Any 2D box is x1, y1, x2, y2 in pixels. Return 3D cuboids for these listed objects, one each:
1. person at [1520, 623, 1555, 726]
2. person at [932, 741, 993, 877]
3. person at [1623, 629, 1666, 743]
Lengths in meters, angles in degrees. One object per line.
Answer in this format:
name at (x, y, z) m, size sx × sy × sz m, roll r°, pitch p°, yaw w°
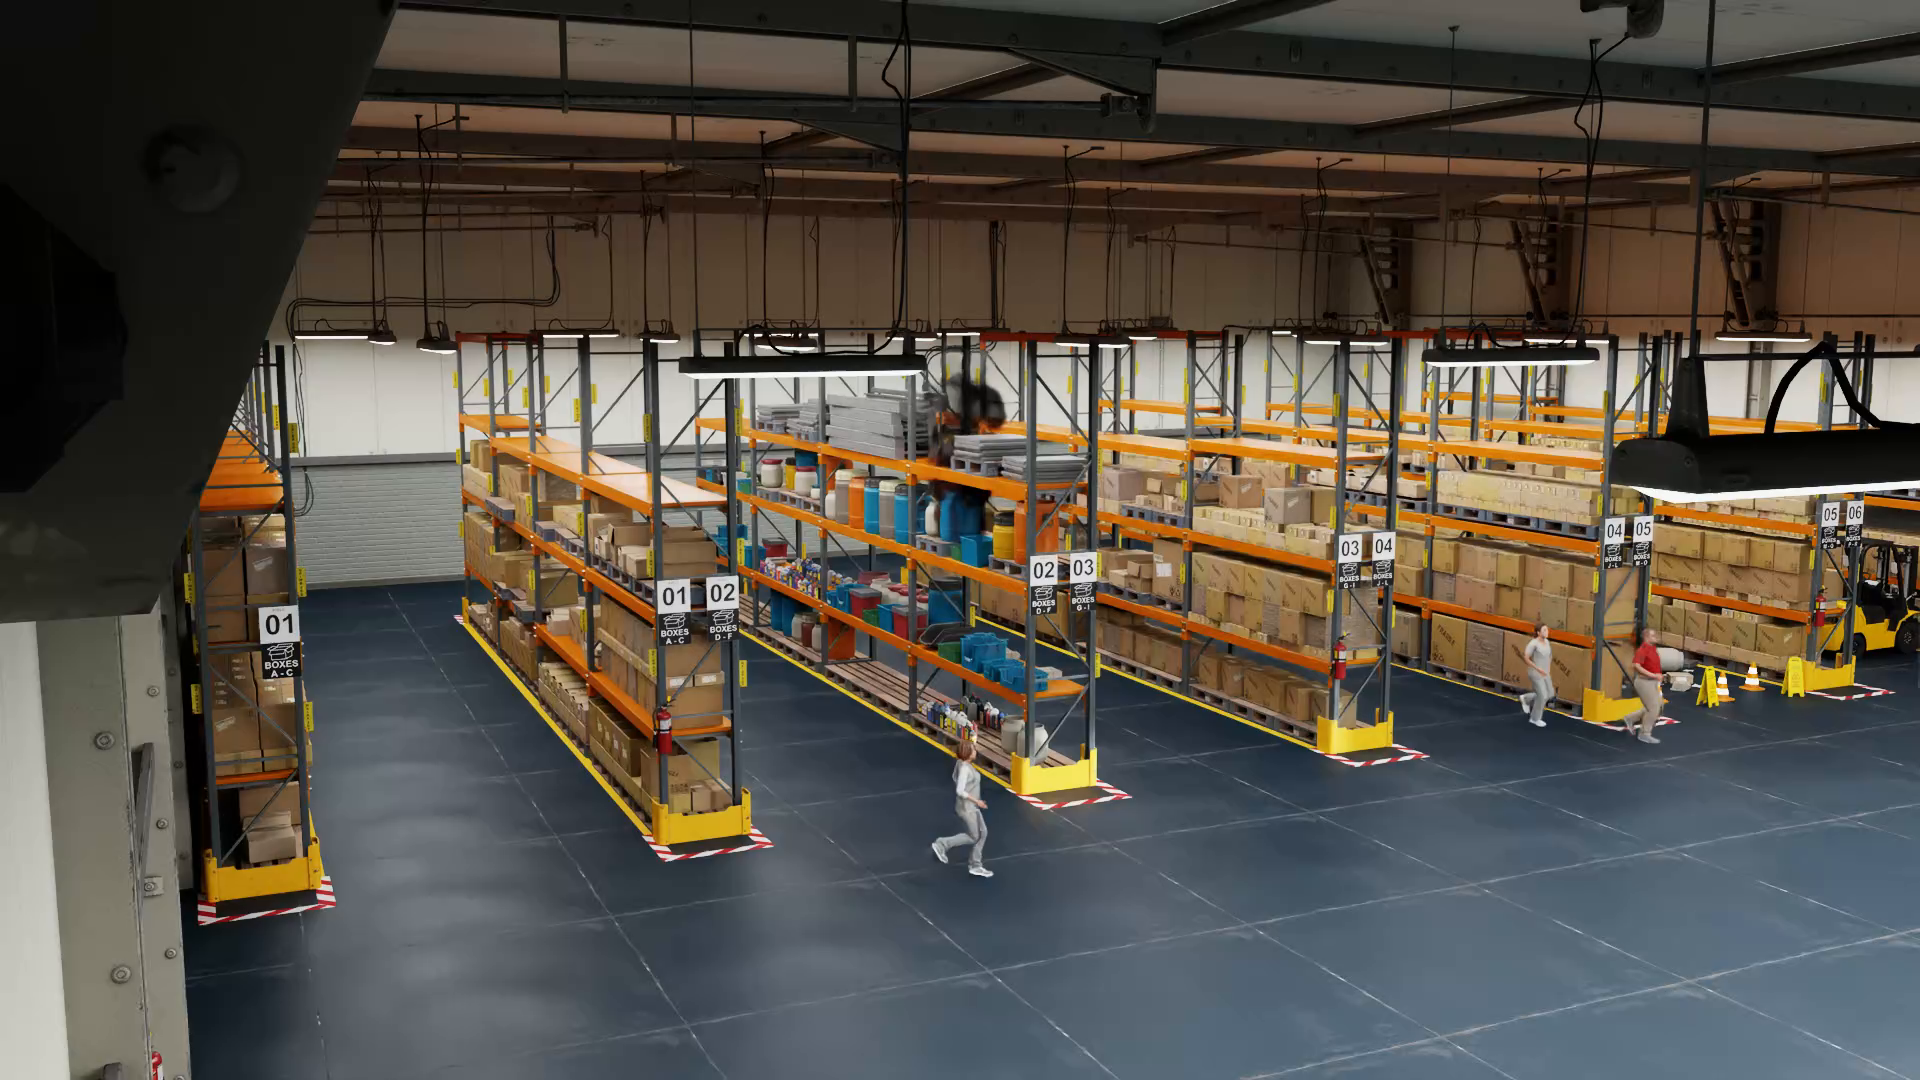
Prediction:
person at (8.941, 2.066, 25.812) m, size 0.572 × 1.619 × 0.596 m, roll -5°, pitch 9°, yaw -33°
person at (0.031, 3.047, 18.846) m, size 0.691 × 1.567 × 0.546 m, roll 0°, pitch 8°, yaw 2°
person at (10.237, 2.173, 24.827) m, size 0.639 × 1.708 × 0.705 m, roll 6°, pitch 10°, yaw 36°
